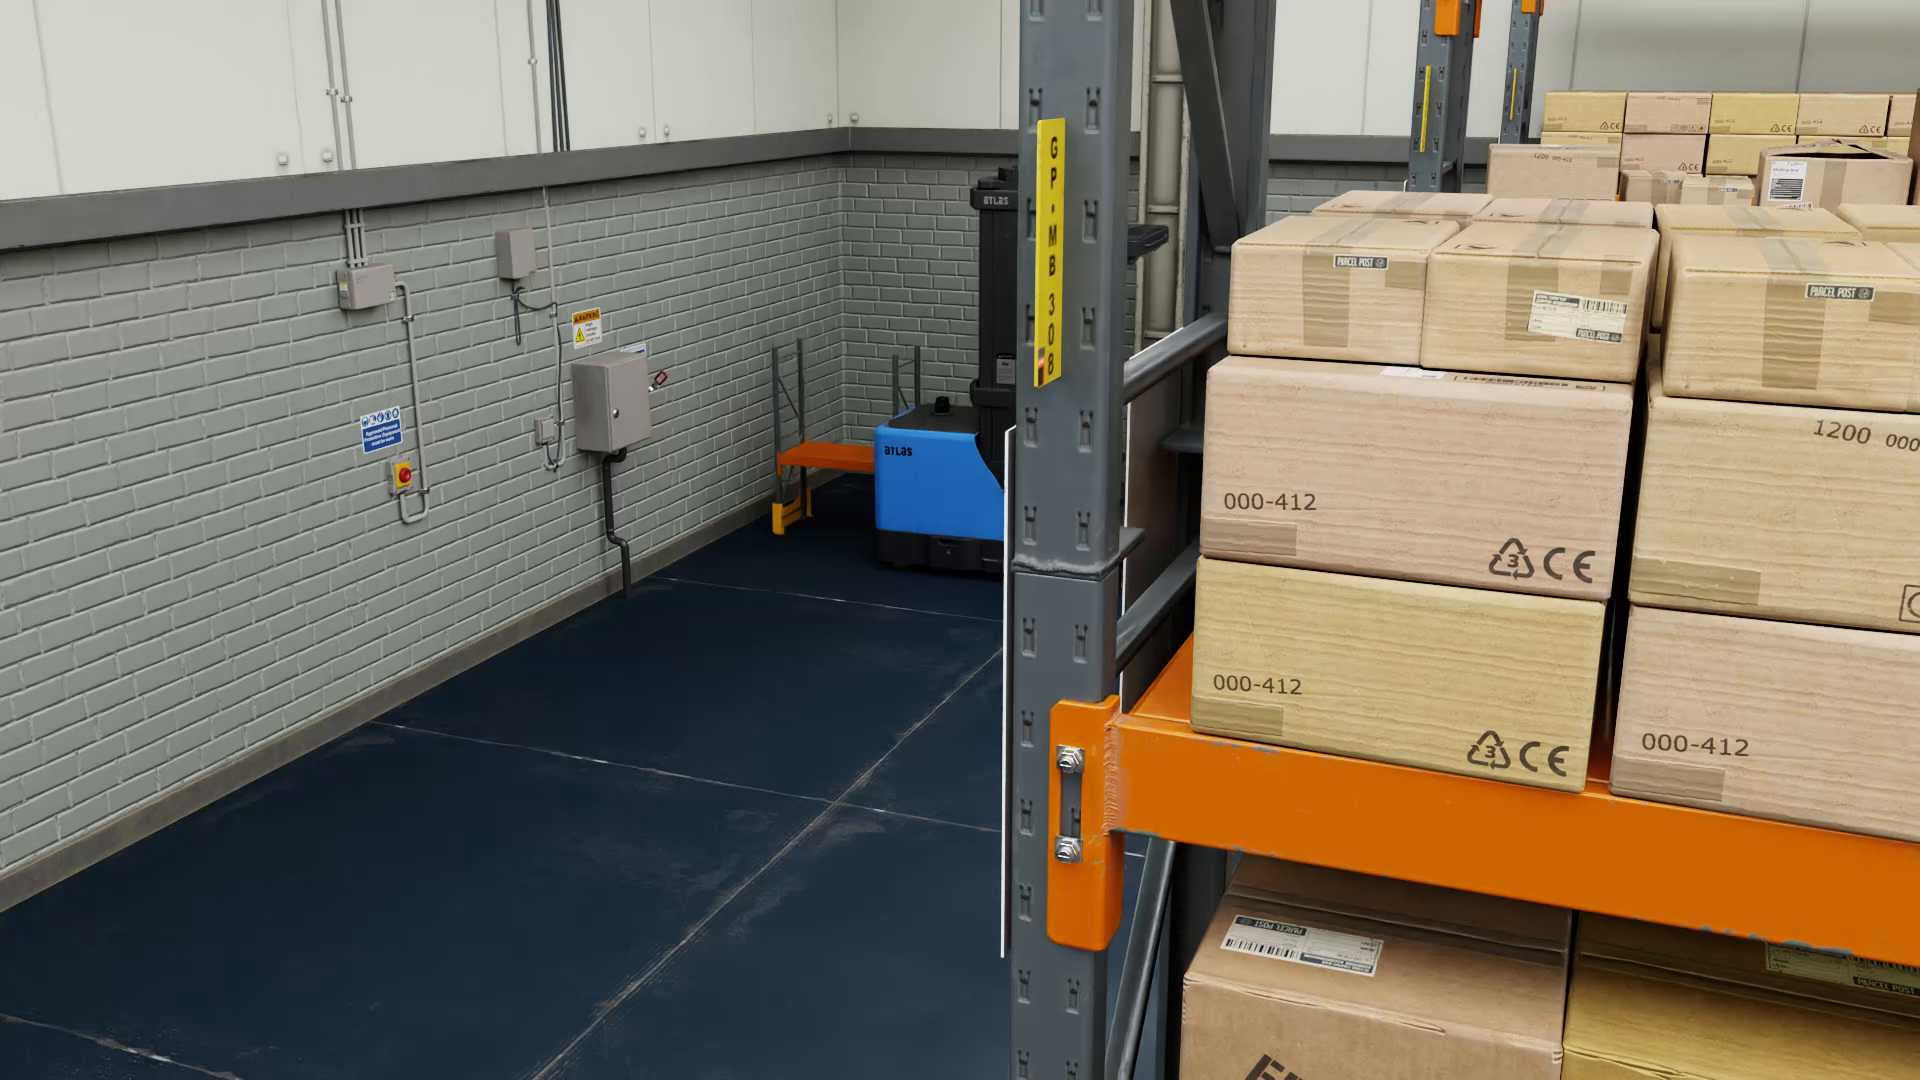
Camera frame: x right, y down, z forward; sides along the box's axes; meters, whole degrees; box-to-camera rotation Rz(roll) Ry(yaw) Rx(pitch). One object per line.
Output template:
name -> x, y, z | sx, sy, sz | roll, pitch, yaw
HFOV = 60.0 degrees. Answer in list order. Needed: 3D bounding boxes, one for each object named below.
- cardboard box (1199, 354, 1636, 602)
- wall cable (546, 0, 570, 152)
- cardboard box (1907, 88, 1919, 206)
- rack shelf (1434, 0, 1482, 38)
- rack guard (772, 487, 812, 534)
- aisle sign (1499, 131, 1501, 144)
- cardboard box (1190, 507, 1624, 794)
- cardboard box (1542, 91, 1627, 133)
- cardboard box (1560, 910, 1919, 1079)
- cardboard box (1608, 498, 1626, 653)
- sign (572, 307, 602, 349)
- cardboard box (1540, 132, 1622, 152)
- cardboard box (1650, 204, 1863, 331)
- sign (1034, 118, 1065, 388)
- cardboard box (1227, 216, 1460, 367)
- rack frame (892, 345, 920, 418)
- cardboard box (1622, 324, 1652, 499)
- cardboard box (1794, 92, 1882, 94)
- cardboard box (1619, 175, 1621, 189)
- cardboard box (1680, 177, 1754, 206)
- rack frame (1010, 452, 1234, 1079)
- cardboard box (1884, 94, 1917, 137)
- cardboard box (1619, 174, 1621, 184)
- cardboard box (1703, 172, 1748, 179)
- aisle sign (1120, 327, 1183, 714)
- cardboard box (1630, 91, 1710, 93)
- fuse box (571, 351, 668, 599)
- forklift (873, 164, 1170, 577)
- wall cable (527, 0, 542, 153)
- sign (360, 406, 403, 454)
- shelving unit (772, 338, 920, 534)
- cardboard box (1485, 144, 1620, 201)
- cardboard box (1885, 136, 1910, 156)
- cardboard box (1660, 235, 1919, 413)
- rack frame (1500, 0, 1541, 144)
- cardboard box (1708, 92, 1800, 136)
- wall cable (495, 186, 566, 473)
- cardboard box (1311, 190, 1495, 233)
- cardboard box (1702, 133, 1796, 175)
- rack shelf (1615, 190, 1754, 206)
cardboard box -> 0.635, -0.135, 2.250 | 0.500, 0.250, 0.500 | 7, 17, 22
wall cable -> -2.025, -4.255, 11.623 | 0.133, 3.039, 2.988 | 6, 17, 21
cardboard box -> 3.855, -1.427, 6.216 | 0.500, 0.500, 0.500 | 7, 17, 22
rack shelf -> 3.895, -2.073, 6.180 | 4.000, 0.370, 1.077 | 6, 17, 21
rack guard -> -1.368, -0.244, 13.565 | 0.087, 0.250, 0.587 | 6, 17, 19
aisle sign -> 3.681, -2.401, 11.400 | 0.004, 0.787, 0.394 | 6, 17, 21
cardboard box -> 0.636, 0.104, 2.323 | 0.500, 0.250, 0.500 | 7, 18, 23
cardboard box -> 4.173, -2.862, 11.112 | 0.500, 0.250, 0.500 | 6, 17, 20
cardboard box -> 1.104, 0.854, 2.345 | 0.500, 0.500, 0.500 | 7, 18, 22
cardboard box -> 0.832, -0.030, 2.786 | 0.500, 0.250, 0.500 | 6, 17, 19
sign -> -2.526, -1.438, 11.265 | 0.001, 0.242, 0.339 | 6, 17, 21
cardboard box -> 4.165, -2.617, 11.162 | 0.500, 0.250, 0.500 | 6, 17, 20
cardboard box -> 1.162, -0.405, 2.466 | 0.250, 0.149, 0.380 | 6, 17, 19
sign -> 0.113, -0.359, 2.082 | 0.005, 0.325, 0.100 | 6, 17, 21
cardboard box -> 0.530, -0.347, 2.267 | 0.250, 0.149, 0.380 | 6, 17, 20
rack frame -> -0.415, -0.746, 13.055 | 0.032, 1.500, 0.500 | 6, 17, 19
cardboard box -> 0.834, -0.267, 2.705 | 0.500, 0.250, 0.500 | 6, 17, 19
cardboard box -> 5.791, -2.838, 11.029 | 0.500, 0.250, 0.500 | 6, 17, 21
cardboard box -> 4.549, -2.398, 11.123 | 0.250, 0.149, 0.380 | 6, 17, 21
cardboard box -> 2.962, -1.332, 6.521 | 0.250, 0.149, 0.380 | 7, 18, 23
rack frame -> 0.312, 1.360, 3.107 | 0.127, 3.000, 1.000 | 6, 17, 21
cardboard box -> 6.072, -2.657, 10.403 | 0.500, 0.250, 0.500 | 7, 17, 22
cardboard box -> 4.503, -2.557, 11.673 | 0.250, 0.149, 0.380 | 7, 17, 22
cardboard box -> 4.990, -2.321, 10.858 | 0.250, 0.149, 0.380 | 6, 17, 20
aisle sign -> 0.354, 0.027, 3.039 | 0.004, 0.787, 0.394 | 6, 17, 21
cardboard box -> 4.852, -2.946, 11.401 | 0.500, 0.250, 0.500 | 6, 17, 19
fuse box -> -2.313, -0.416, 11.536 | 0.414, 1.711, 0.539 | 6, 17, 21
forklift -> 0.930, -1.199, 12.047 | 3.031, 2.935, 1.130 | 5, 17, 17
wall cable -> -3.082, -3.518, 9.152 | 0.029, 3.000, 2.355 | 6, 17, 21
sign -> -3.294, -0.628, 9.472 | 0.001, 0.218, 0.327 | 6, 17, 21
shelving unit -> -0.901, -0.796, 13.226 | 1.083, 1.500, 0.587 | 6, 17, 19
cardboard box -> 2.486, -1.529, 7.017 | 0.500, 0.250, 0.500 | 5, 17, 16
cardboard box -> 6.073, -2.414, 10.463 | 0.500, 0.250, 0.500 | 7, 17, 22
cardboard box -> 0.986, -0.270, 2.000 | 0.250, 0.149, 0.380 | 6, 17, 21
rack frame -> 3.852, -4.102, 11.164 | 0.127, 3.000, 1.000 | 6, 17, 21
cardboard box -> 5.112, -2.758, 10.751 | 0.500, 0.250, 0.500 | 6, 17, 20
wall cable -> -2.710, -1.361, 10.661 | 0.122, 1.984, 0.588 | 6, 17, 21
cardboard box -> 0.729, -0.482, 2.730 | 0.250, 0.149, 0.380 | 6, 17, 20
cardboard box -> 5.117, -2.514, 10.809 | 0.500, 0.250, 0.500 | 6, 17, 19
rack shelf -> 5.713, -2.112, 10.978 | 4.000, 0.370, 1.077 | 6, 17, 21
